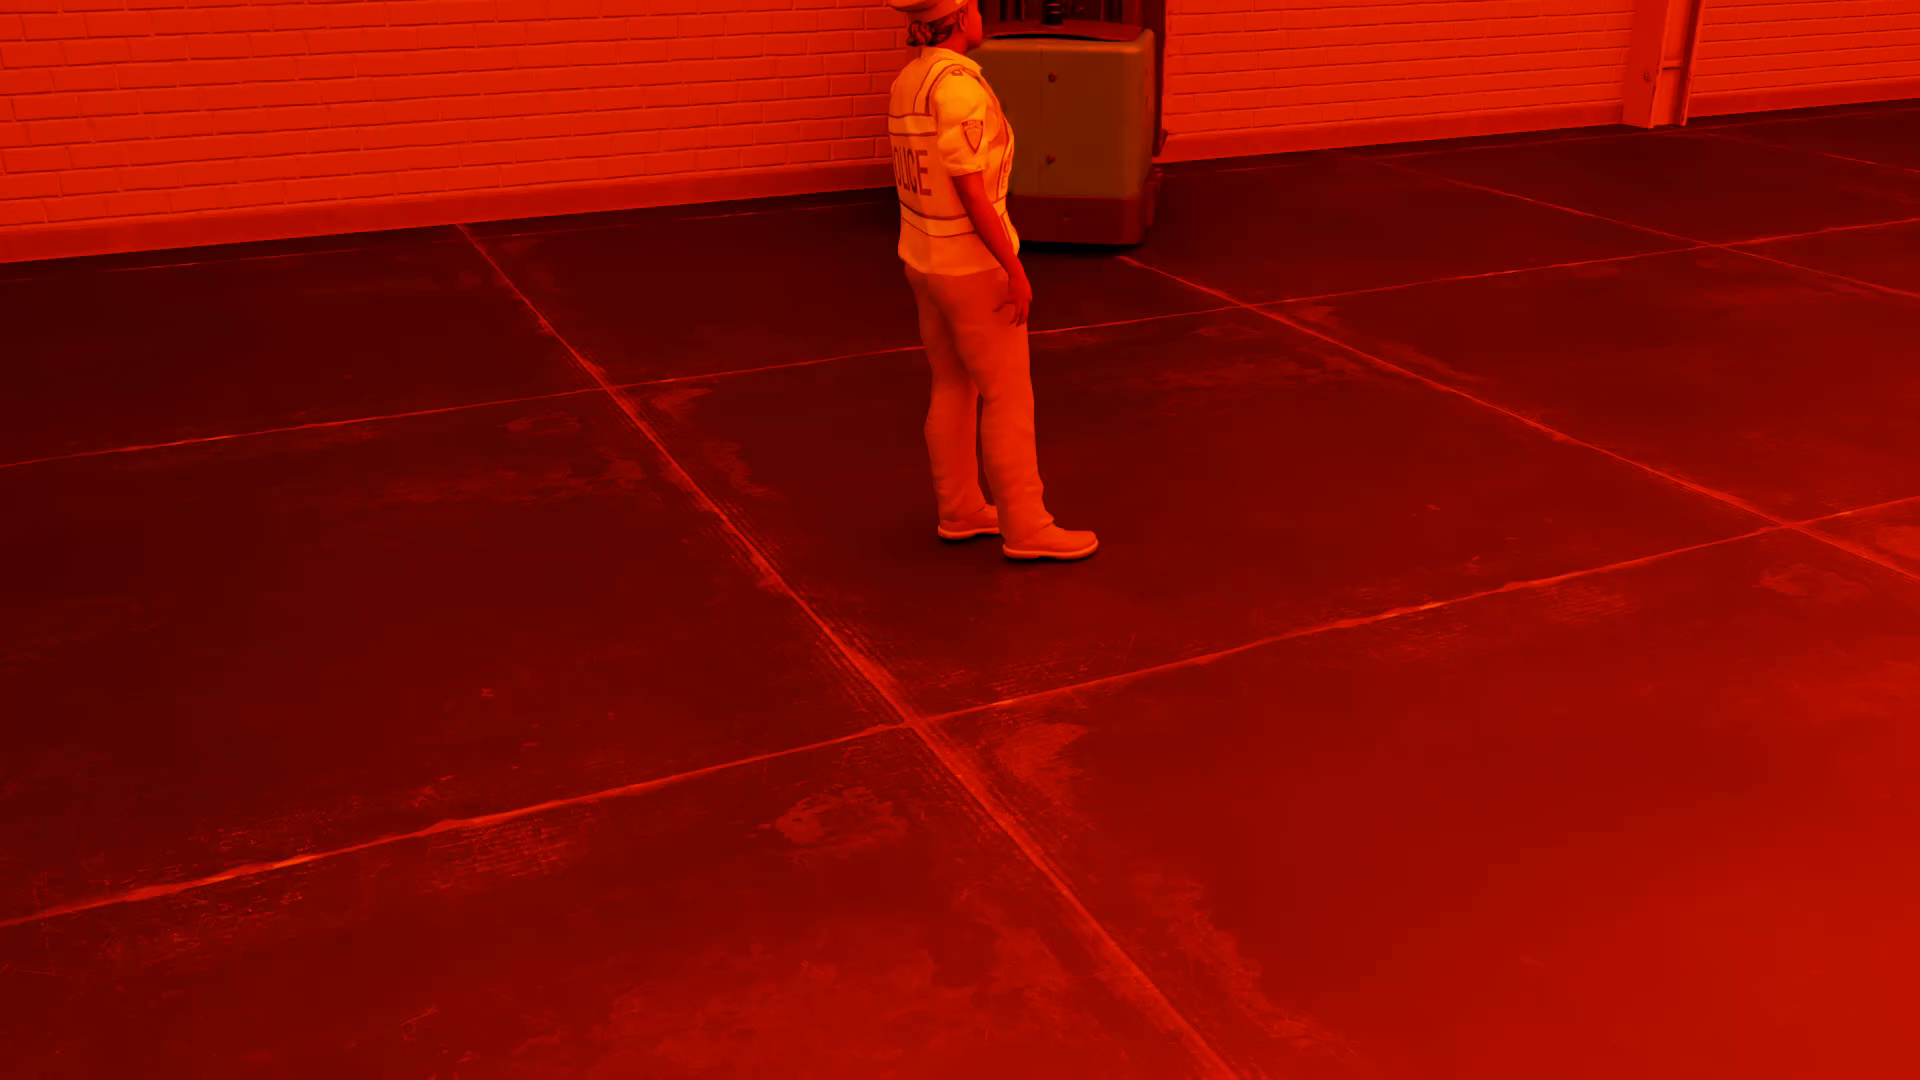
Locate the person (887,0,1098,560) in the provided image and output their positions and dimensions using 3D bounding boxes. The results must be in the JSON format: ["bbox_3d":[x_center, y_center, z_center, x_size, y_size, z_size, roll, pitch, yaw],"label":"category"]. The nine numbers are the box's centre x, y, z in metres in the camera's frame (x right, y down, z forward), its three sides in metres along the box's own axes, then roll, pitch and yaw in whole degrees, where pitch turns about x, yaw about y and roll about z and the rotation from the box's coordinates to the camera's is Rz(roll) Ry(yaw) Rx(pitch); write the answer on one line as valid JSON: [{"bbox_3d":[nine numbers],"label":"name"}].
[{"bbox_3d":[0.076,-0.794,4.791,0.530,1.695,0.569,-10,25,-23],"label":"person"}]

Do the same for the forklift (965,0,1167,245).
[{"bbox_3d":[0.664,-3.411,9.497,1.130,2.935,3.031,4,23,9],"label":"forklift"}]
